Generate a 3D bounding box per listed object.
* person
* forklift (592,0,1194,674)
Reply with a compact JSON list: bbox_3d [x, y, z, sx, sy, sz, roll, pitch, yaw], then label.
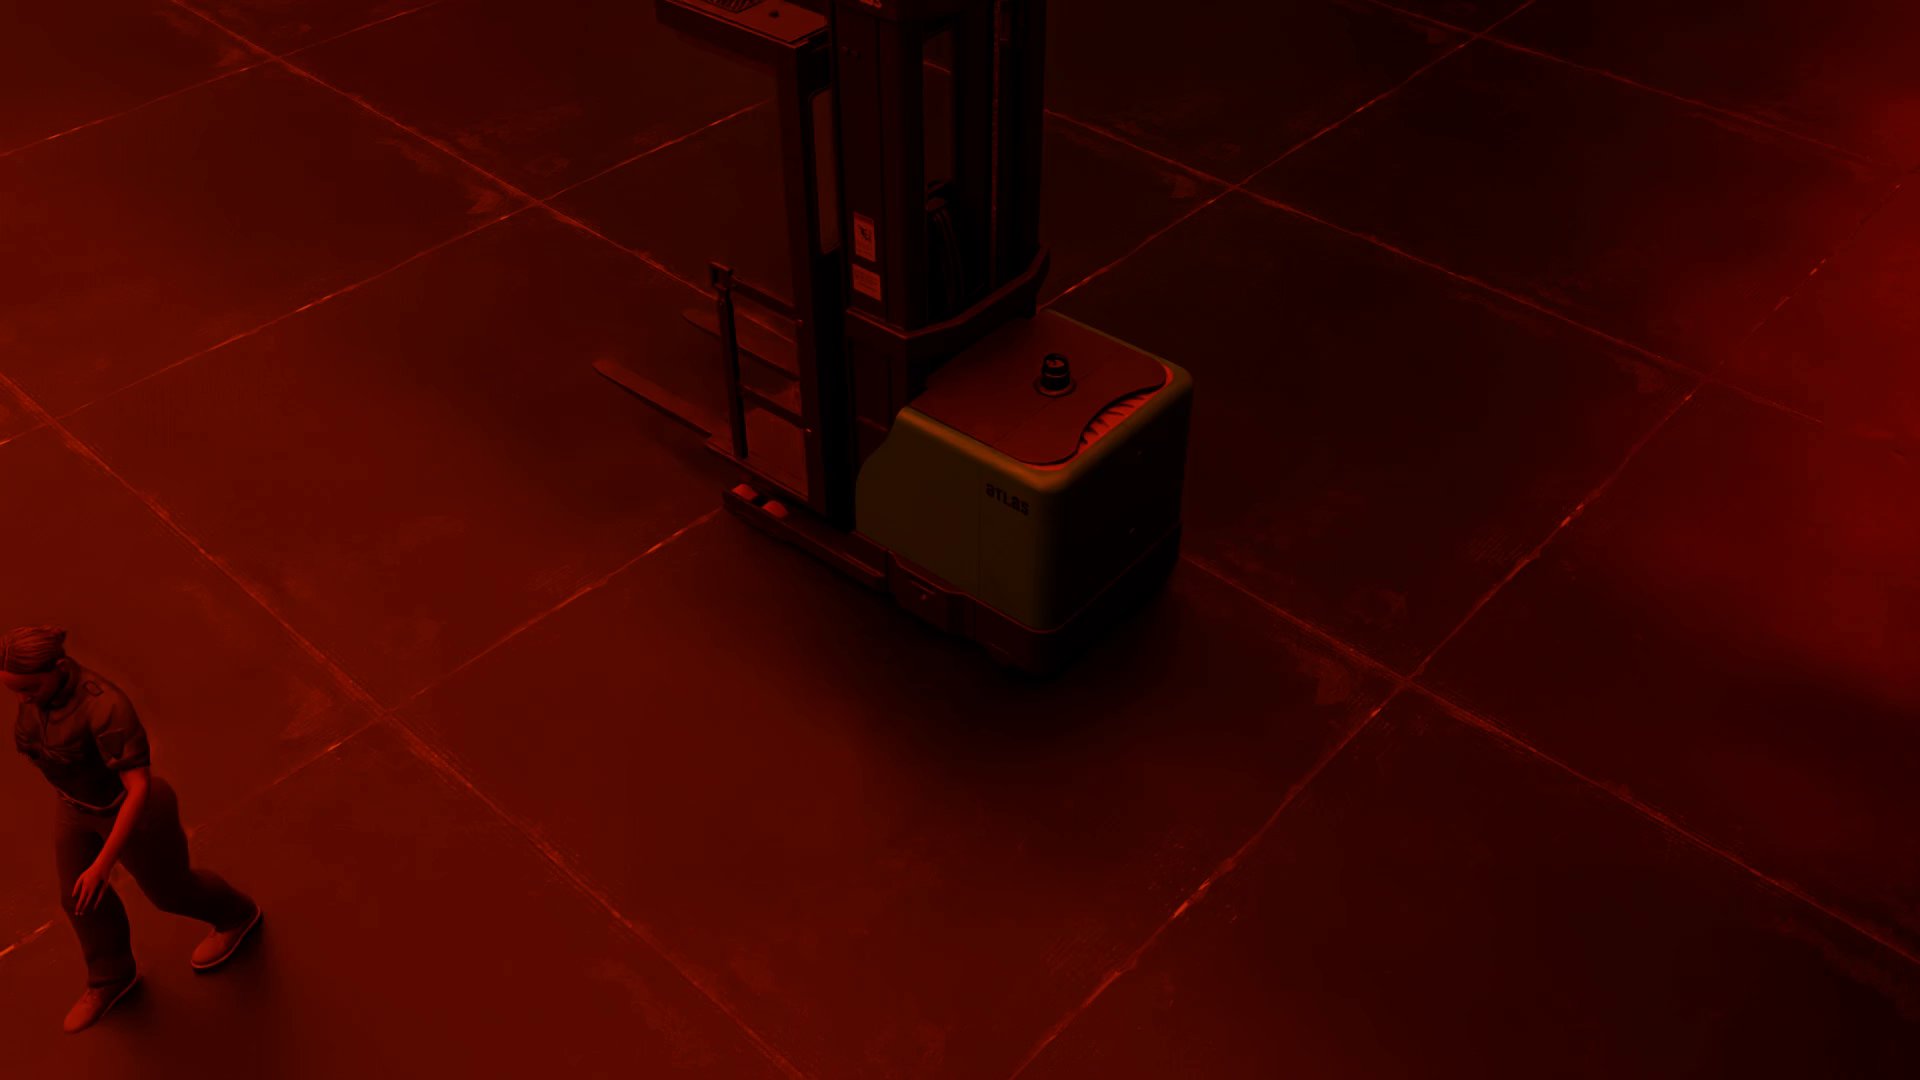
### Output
[{"bbox_3d":[-2.827,0.919,5.383,0.912,1.653,0.688,19,44,21],"label":"person"},{"bbox_3d":[-0.476,-1.363,7.017,3.031,2.935,1.130,28,48,29],"label":"forklift"}]
